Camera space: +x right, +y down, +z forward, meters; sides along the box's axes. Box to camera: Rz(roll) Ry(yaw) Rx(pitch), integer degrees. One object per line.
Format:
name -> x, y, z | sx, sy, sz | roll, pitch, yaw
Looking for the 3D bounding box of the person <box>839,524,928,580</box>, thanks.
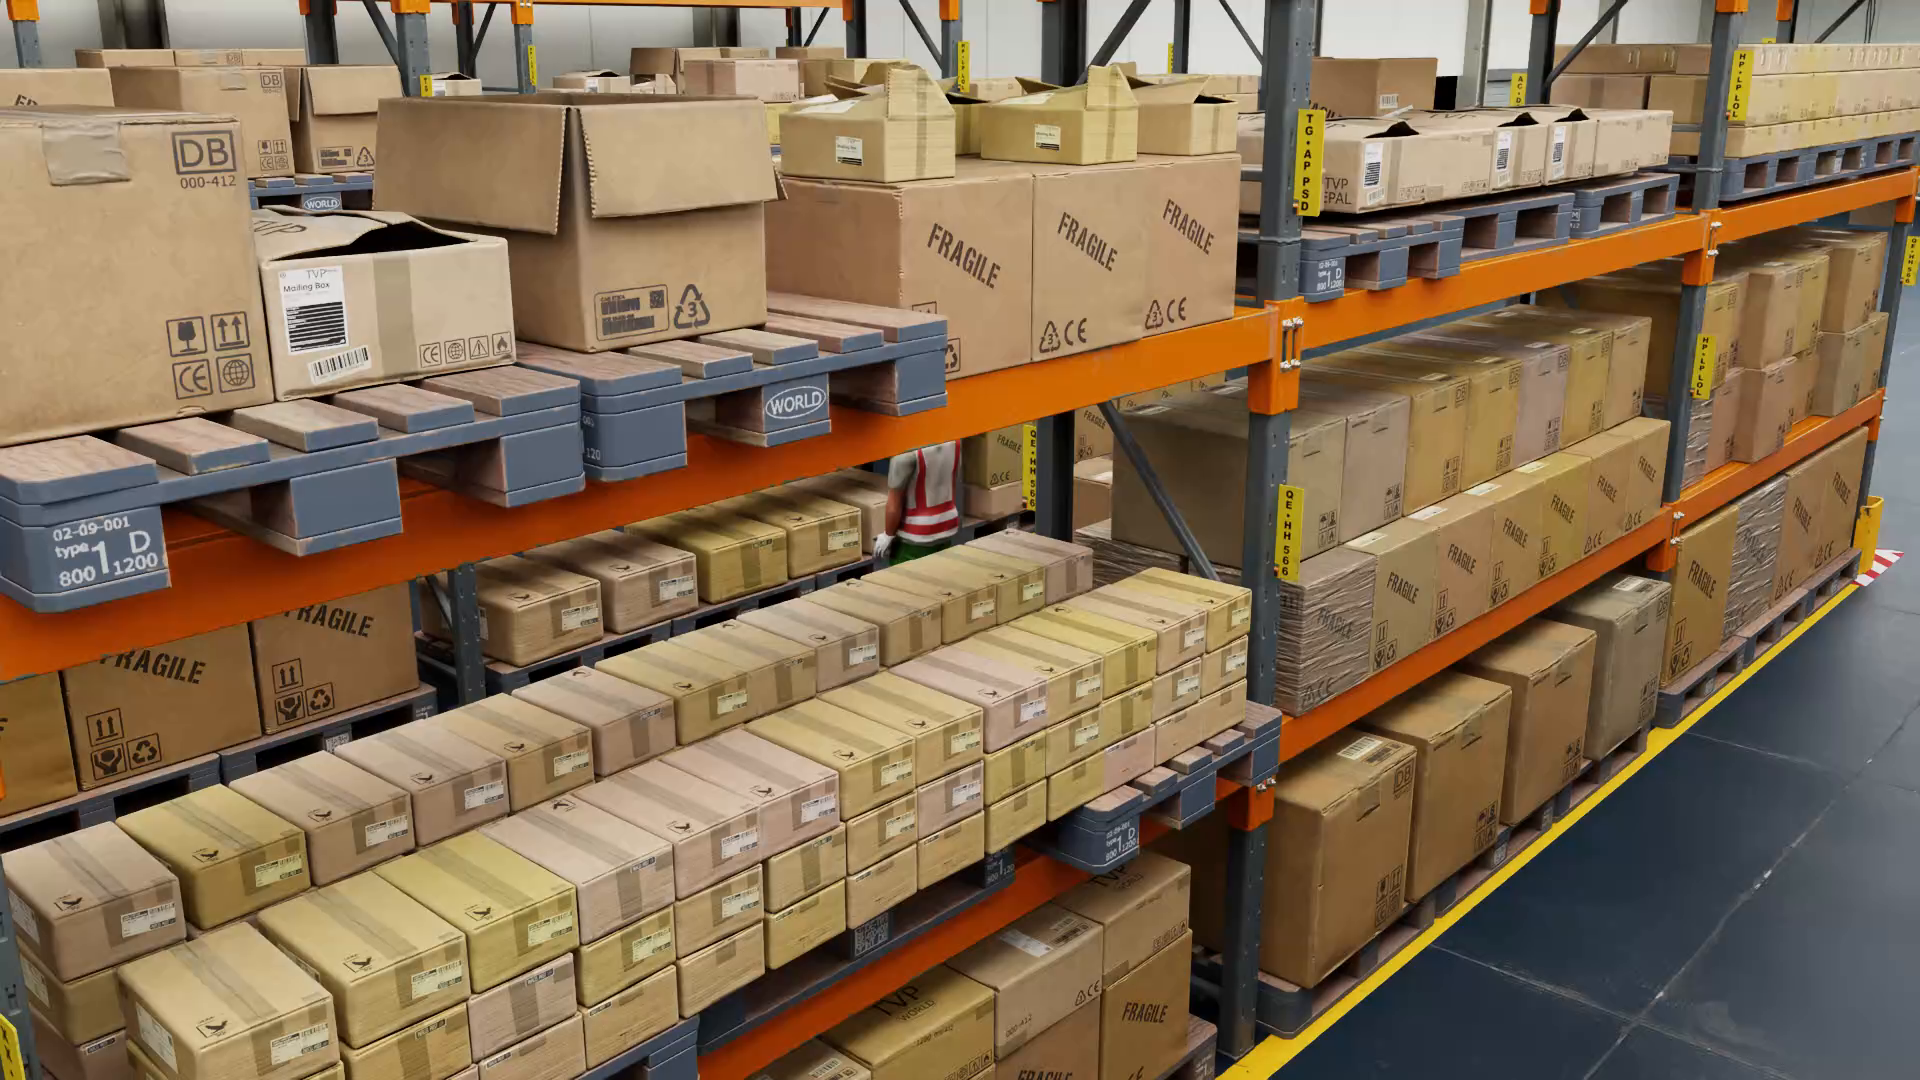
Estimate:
person -> -0.340, 0.385, 9.834 | 0.887, 0.881, 0.555 | 14, 22, 40
